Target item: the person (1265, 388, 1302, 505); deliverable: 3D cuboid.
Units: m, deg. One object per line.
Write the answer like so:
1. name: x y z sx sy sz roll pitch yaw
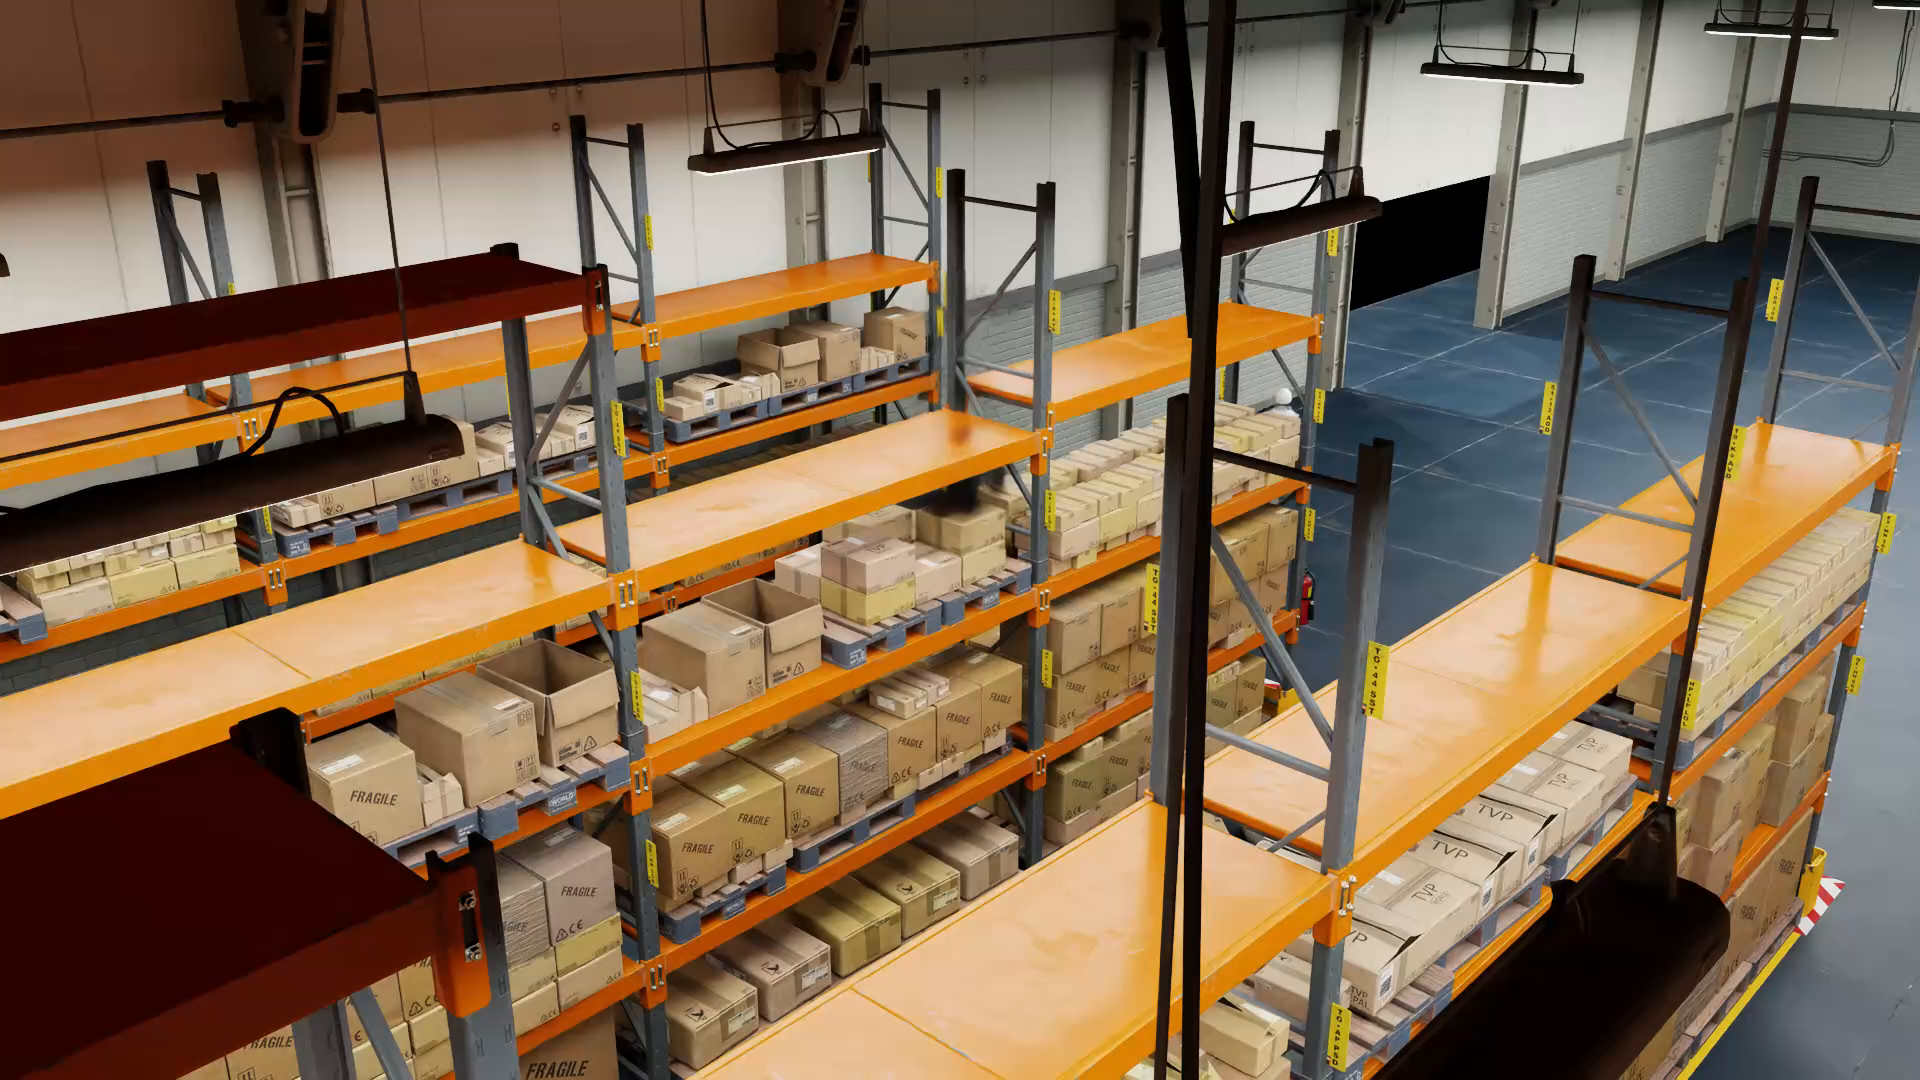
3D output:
1. person: 4.390 -1.251 22.821 0.662 1.745 0.638 10 23 23
